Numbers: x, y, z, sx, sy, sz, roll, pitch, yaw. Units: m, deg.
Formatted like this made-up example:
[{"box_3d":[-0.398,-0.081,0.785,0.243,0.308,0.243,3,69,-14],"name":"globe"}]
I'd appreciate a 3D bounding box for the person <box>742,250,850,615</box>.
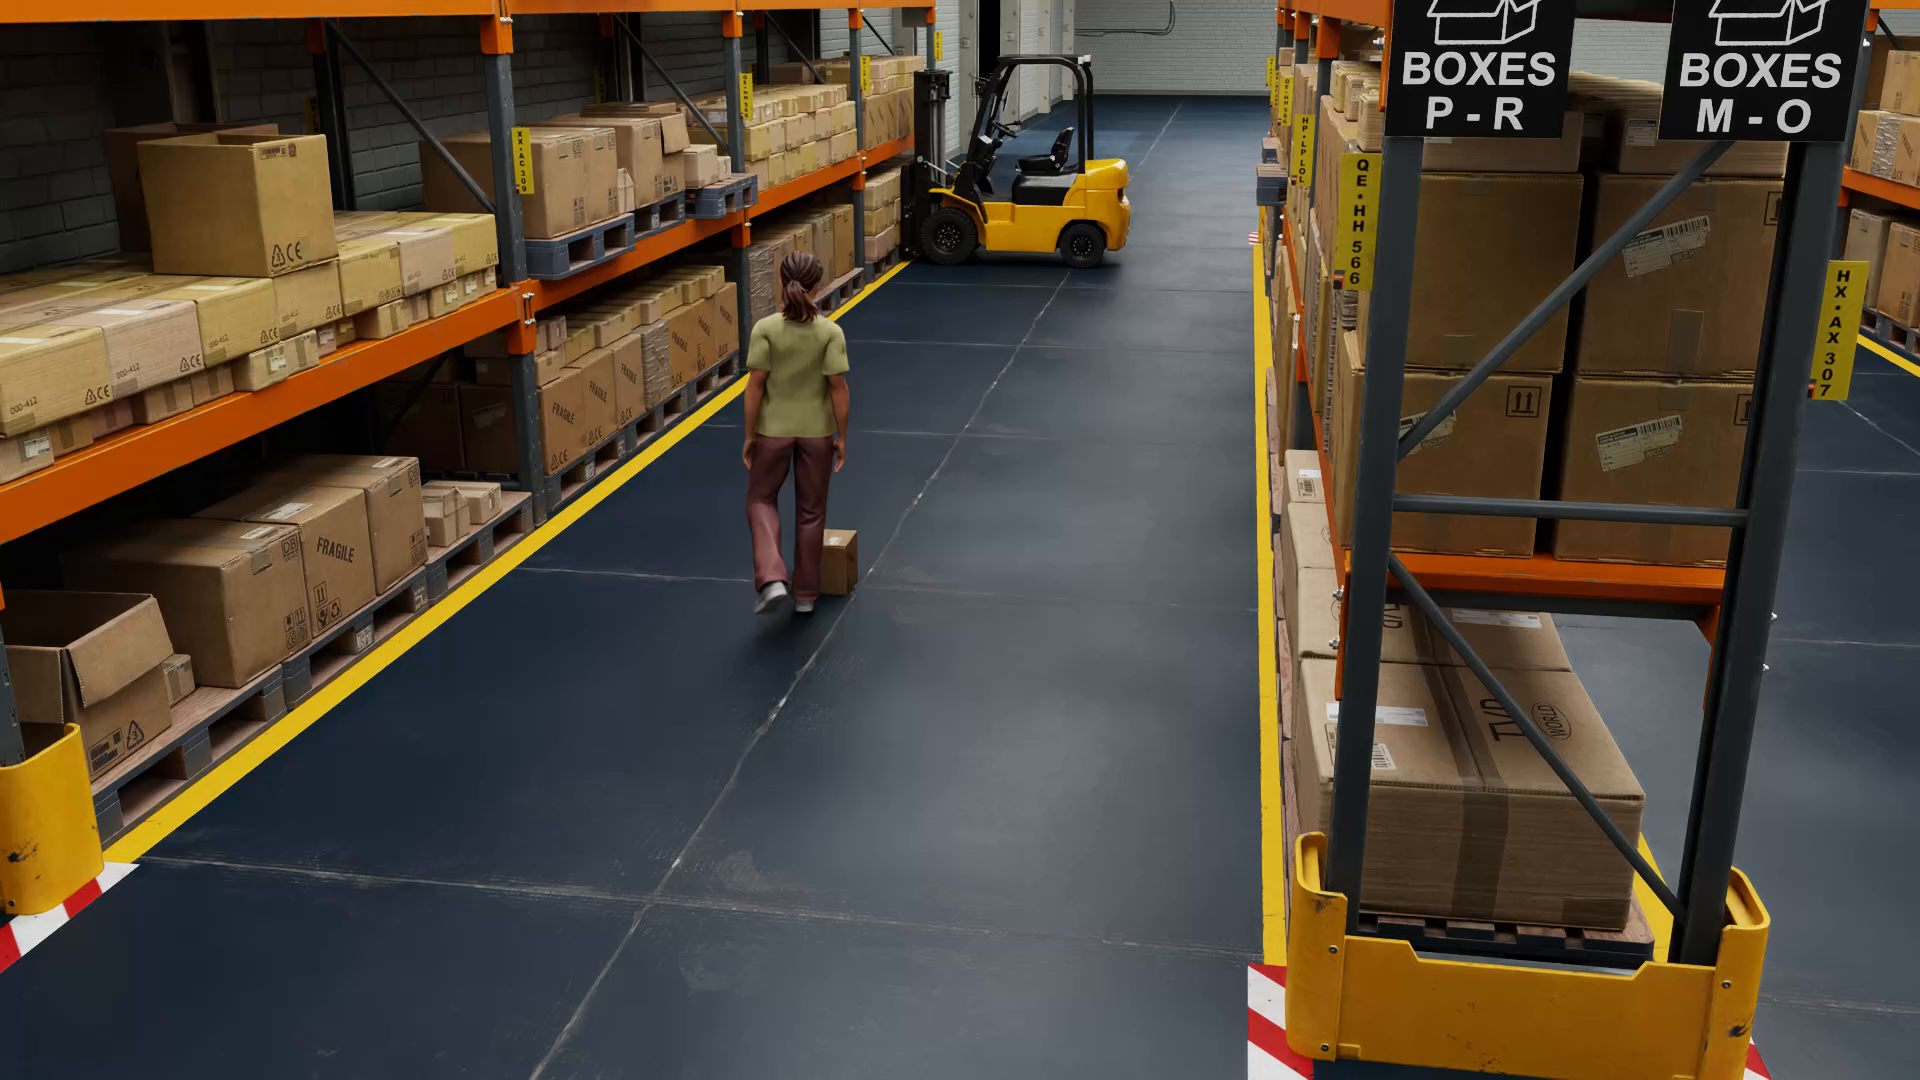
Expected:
[{"box_3d":[-0.728,-0.455,7.396,0.478,1.670,0.610,-2,18,-6],"name":"person"}]
